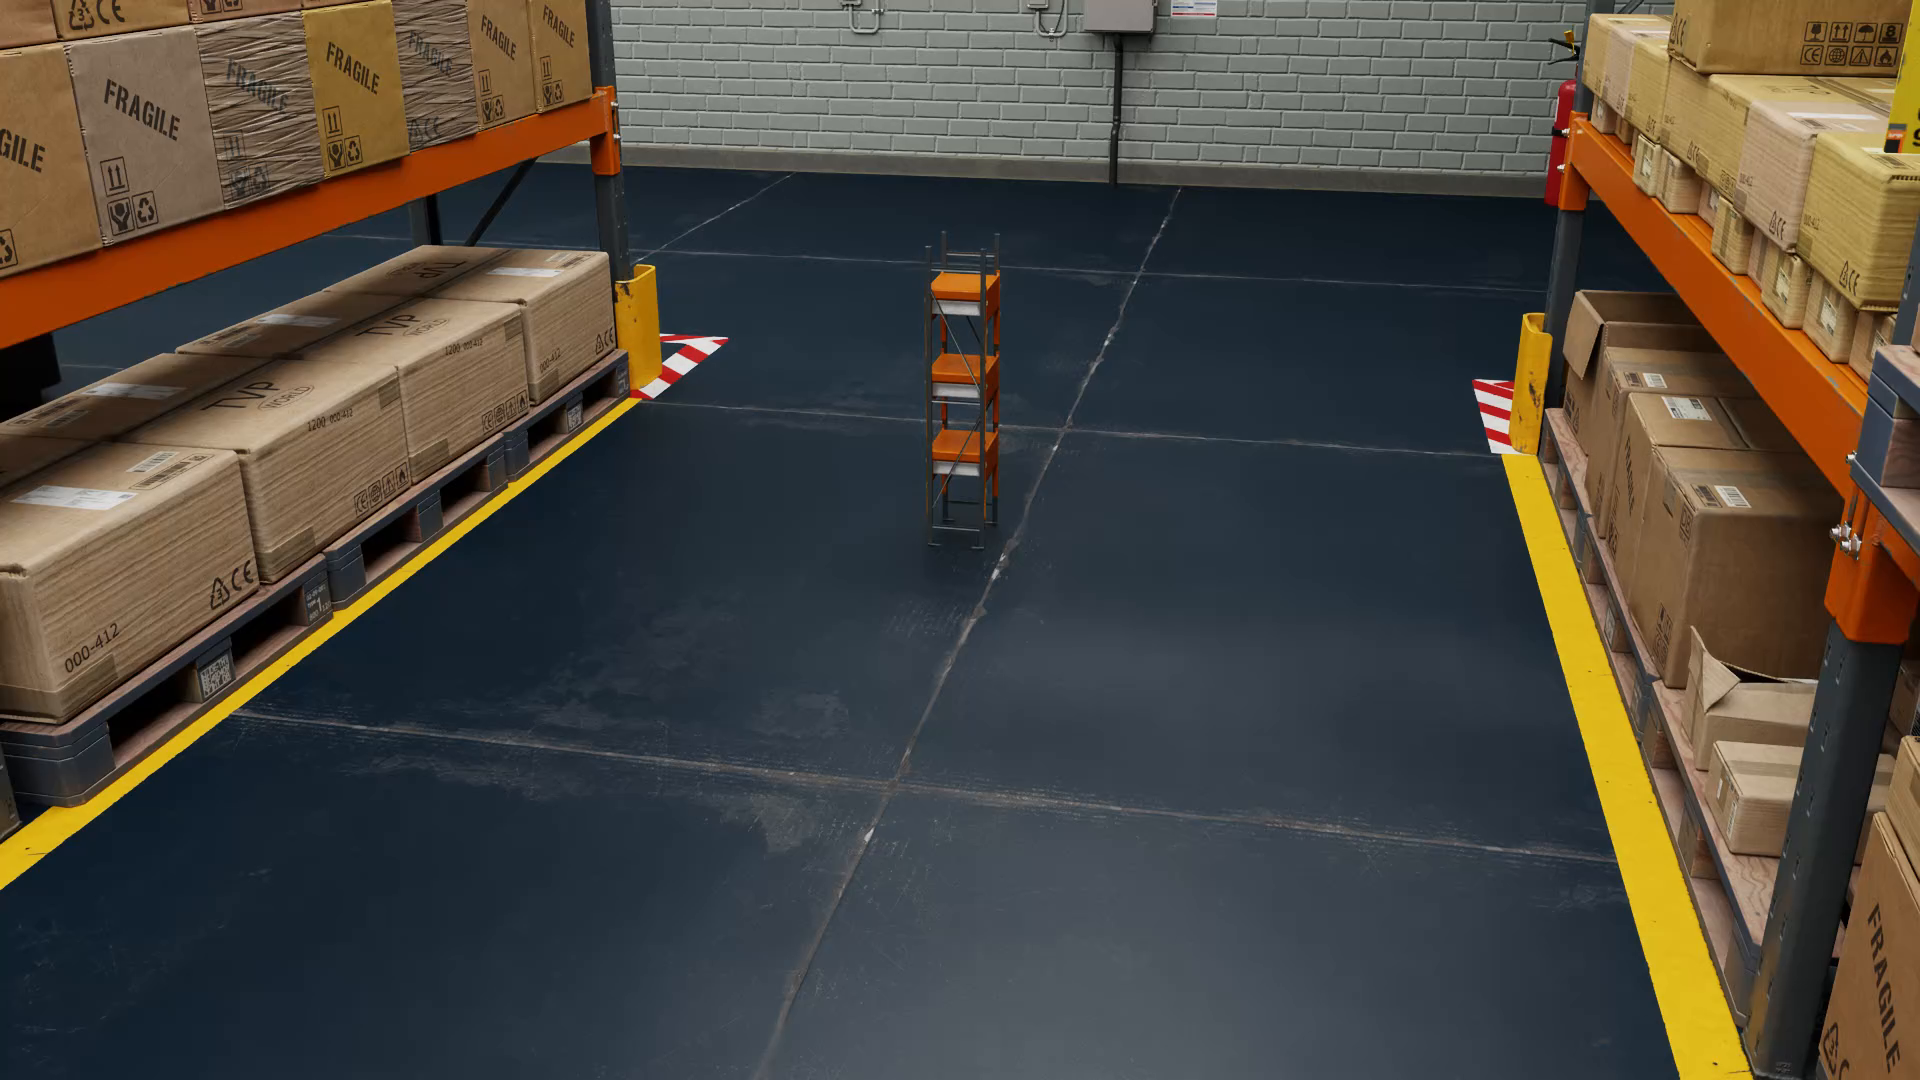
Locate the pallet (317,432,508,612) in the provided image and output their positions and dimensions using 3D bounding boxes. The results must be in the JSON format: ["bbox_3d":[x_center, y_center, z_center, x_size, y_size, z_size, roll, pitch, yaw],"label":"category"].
[{"bbox_3d":[-2.333,-0.126,5.884,1.003,0.211,1.213,4,22,11],"label":"pallet"}]

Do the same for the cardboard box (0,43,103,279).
[{"bbox_3d":[-2.459,-0.898,3.934,0.500,0.500,0.500,5,23,13],"label":"cardboard box"}]

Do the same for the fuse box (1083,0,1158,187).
[{"bbox_3d":[1.160,-3.416,12.044,0.539,1.711,0.414,4,22,11],"label":"fuse box"}]

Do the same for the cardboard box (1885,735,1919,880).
[{"bbox_3d":[1.715,0.452,2.632,0.380,0.149,0.250,6,23,13],"label":"cardboard box"}]

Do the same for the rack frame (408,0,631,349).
[{"bbox_3d":[-1.995,-2.163,7.208,1.000,3.000,0.127,4,22,11],"label":"rack frame"}]

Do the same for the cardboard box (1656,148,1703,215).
[{"bbox_3d":[2.184,-1.005,4.669,0.380,0.149,0.250,5,22,12],"label":"cardboard box"}]

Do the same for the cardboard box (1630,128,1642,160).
[{"bbox_3d":[2.392,-1.287,5.370,0.380,0.149,0.250,5,23,13],"label":"cardboard box"}]

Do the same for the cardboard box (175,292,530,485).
[{"bbox_3d":[-2.210,-0.585,6.158,0.875,0.438,0.875,5,22,12],"label":"cardboard box"}]

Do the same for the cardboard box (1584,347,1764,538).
[{"bbox_3d":[2.435,-0.295,5.354,0.700,0.500,0.500,5,23,13],"label":"cardboard box"}]

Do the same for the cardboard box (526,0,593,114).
[{"bbox_3d":[-1.834,-2.012,6.702,0.500,0.500,0.500,5,22,11],"label":"cardboard box"}]

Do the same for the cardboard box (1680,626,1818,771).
[{"bbox_3d":[1.948,0.394,3.958,0.396,0.266,0.258,5,23,13],"label":"cardboard box"}]

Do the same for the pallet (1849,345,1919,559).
[{"bbox_3d":[1.779,0.050,1.971,1.003,0.211,1.213,4,22,11],"label":"pallet"}]

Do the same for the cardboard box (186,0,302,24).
[{"bbox_3d":[-2.252,-1.736,4.678,0.500,0.500,0.500,5,22,12],"label":"cardboard box"}]

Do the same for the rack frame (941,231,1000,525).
[{"bbox_3d":[0.036,-0.551,5.817,0.200,1.050,0.008,4,22,11],"label":"rack frame"}]

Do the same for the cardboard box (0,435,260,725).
[{"bbox_3d":[-2.578,0.072,4.526,0.875,0.438,0.875,4,22,10],"label":"cardboard box"}]

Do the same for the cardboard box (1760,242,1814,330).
[{"bbox_3d":[1.928,-0.536,3.505,0.380,0.149,0.250,5,22,12],"label":"cardboard box"}]

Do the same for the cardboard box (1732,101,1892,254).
[{"bbox_3d":[2.002,-0.780,3.579,0.500,0.250,0.500,5,22,11],"label":"cardboard box"}]

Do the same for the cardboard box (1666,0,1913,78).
[{"bbox_3d":[2.203,-1.508,4.381,0.500,0.500,0.500,5,22,12],"label":"cardboard box"}]

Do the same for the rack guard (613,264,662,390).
[{"bbox_3d":[-1.990,-1.012,7.697,1.175,0.500,0.348,4,22,11],"label":"rack guard"}]

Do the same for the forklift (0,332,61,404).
[{"bbox_3d":[-4.926,-1.532,5.735,1.130,2.935,3.031,7,23,16],"label":"forklift"}]

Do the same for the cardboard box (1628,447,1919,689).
[{"bbox_3d":[2.223,0.085,4.412,0.700,0.500,0.500,4,22,9],"label":"cardboard box"}]

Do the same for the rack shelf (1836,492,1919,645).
[{"bbox_3d":[1.641,0.742,0.958,1.077,0.370,4.000,4,22,11],"label":"rack shelf"}]

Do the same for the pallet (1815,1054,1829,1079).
[{"bbox_3d":[1.920,1.271,2.415,1.003,0.211,1.213,4,22,11],"label":"pallet"}]

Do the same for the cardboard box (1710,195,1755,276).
[{"bbox_3d":[2.033,-0.725,3.976,0.380,0.149,0.250,4,22,10],"label":"cardboard box"}]

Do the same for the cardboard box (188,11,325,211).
[{"bbox_3d":[-2.245,-1.263,4.841,0.500,0.500,0.500,5,22,11],"label":"cardboard box"}]

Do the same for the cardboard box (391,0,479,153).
[{"bbox_3d":[-2.047,-1.641,5.780,0.500,0.500,0.500,5,22,12],"label":"cardboard box"}]

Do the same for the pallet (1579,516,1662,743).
[{"bbox_3d":[2.437,0.272,4.896,1.003,0.211,1.213,4,22,11],"label":"pallet"}]

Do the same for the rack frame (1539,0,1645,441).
[{"bbox_3d":[2.865,-1.786,6.272,1.000,3.000,0.127,4,22,11],"label":"rack frame"}]

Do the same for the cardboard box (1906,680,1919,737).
[{"bbox_3d":[2.415,0.506,3.619,0.500,0.311,0.500,5,23,13],"label":"cardboard box"}]

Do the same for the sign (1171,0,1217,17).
[{"bbox_3d":[1.685,-4.007,11.915,0.329,0.494,0.001,4,22,11],"label":"sign"}]

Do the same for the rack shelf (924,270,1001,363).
[{"bbox_3d":[0.011,-0.760,5.604,0.215,0.259,0.240,4,22,11],"label":"rack shelf"}]

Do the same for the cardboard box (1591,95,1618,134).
[{"bbox_3d":[2.529,-1.570,6.073,0.380,0.149,0.250,4,22,11],"label":"cardboard box"}]

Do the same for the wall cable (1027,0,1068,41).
[{"bbox_3d":[0.524,-4.594,11.885,0.588,1.984,0.122,4,22,11],"label":"wall cable"}]

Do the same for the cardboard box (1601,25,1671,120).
[{"bbox_3d":[2.406,-1.524,5.426,0.500,0.250,0.500,5,22,11],"label":"cardboard box"}]

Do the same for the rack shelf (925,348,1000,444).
[{"bbox_3d":[0.011,-0.497,5.710,0.215,0.259,0.240,4,22,11],"label":"rack shelf"}]

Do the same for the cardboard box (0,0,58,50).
[{"bbox_3d":[-2.477,-1.366,3.757,0.500,0.500,0.500,5,22,11],"label":"cardboard box"}]

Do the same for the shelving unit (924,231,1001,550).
[{"bbox_3d":[0.011,-0.507,5.706,0.215,1.050,0.252,4,22,11],"label":"shelving unit"}]

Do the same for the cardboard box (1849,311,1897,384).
[{"bbox_3d":[1.867,-0.342,3.024,0.380,0.149,0.250,5,22,12],"label":"cardboard box"}]

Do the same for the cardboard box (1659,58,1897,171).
[{"bbox_3d":[2.222,-1.150,4.496,0.500,0.250,0.500,4,22,10],"label":"cardboard box"}]
